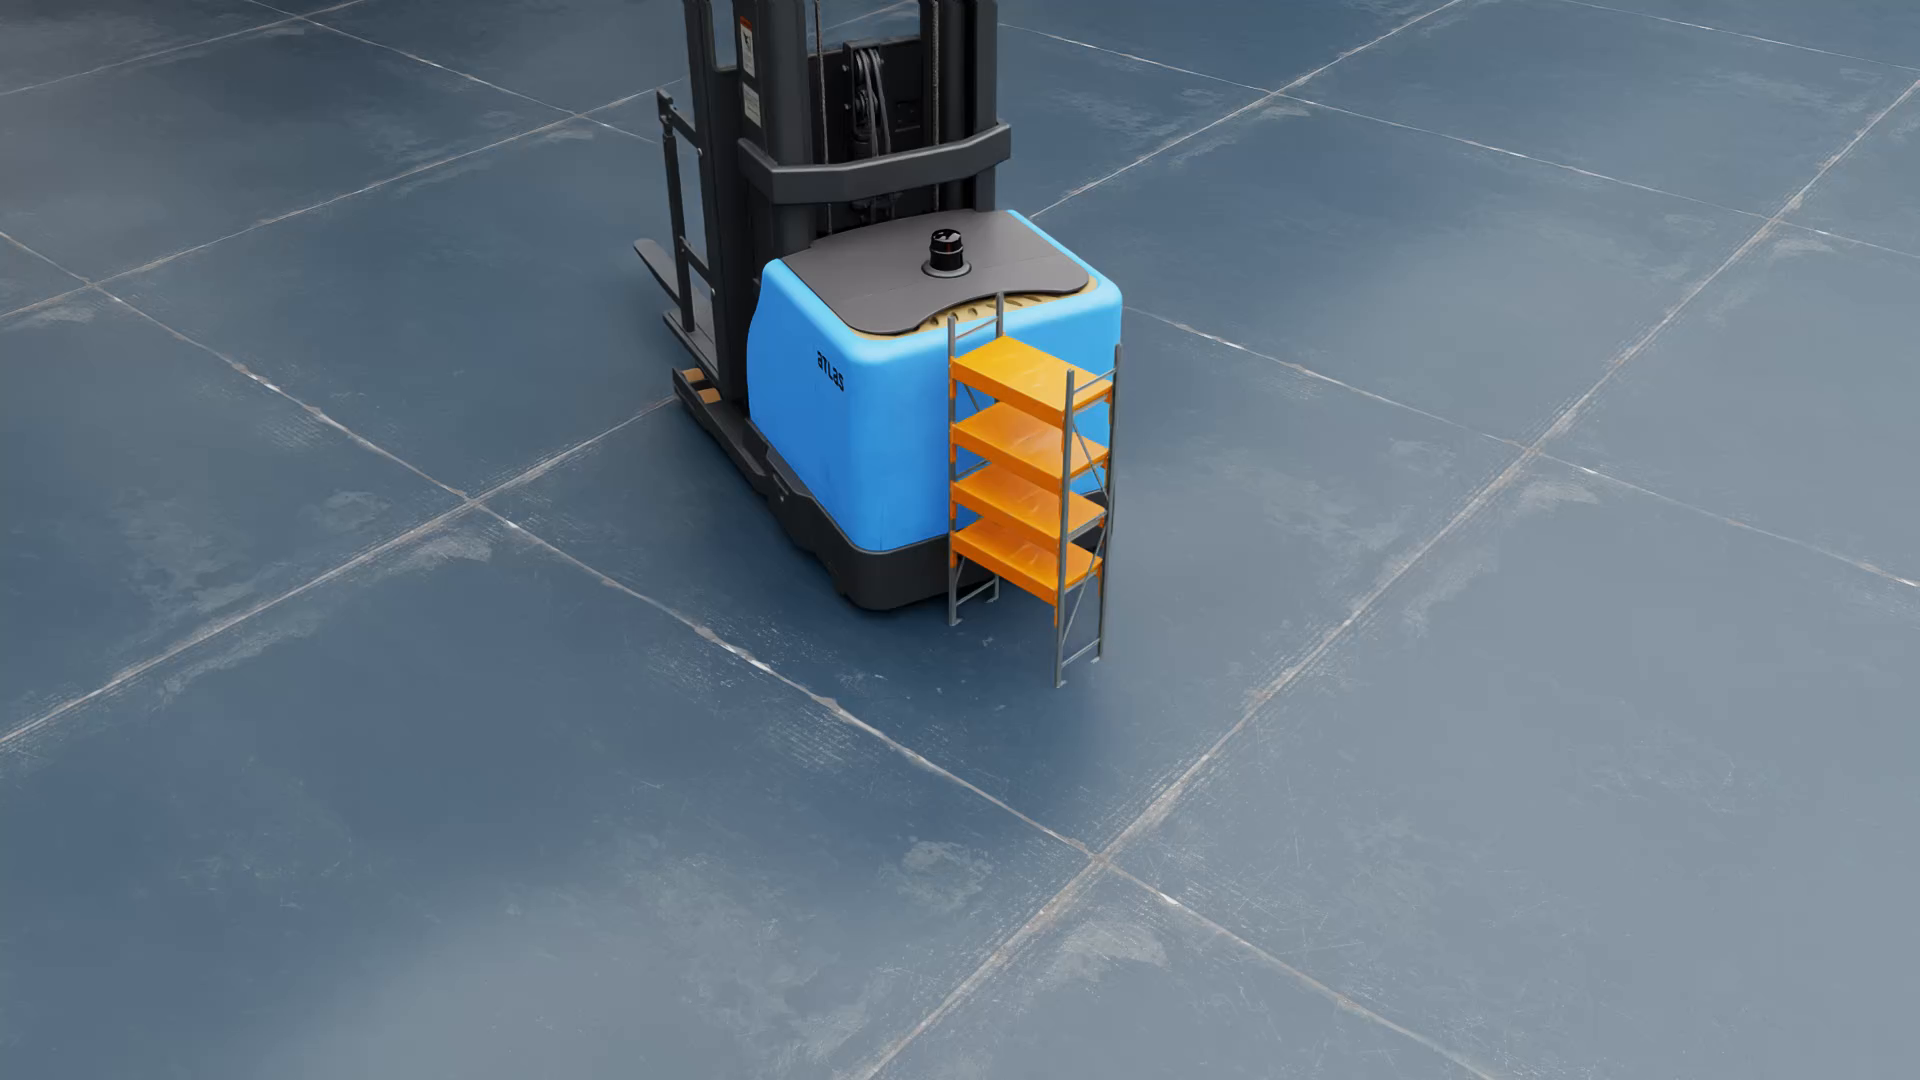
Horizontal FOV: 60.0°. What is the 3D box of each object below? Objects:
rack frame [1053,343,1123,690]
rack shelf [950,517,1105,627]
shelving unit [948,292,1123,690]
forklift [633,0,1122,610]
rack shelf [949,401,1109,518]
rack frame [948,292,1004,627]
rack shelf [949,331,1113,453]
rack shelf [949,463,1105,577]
[{"bbox_3d":[0.400,-0.047,5.259,0.015,1.200,0.240,29,44,35],"label":"rack frame"},{"bbox_3d":[0.225,0.076,5.550,0.480,0.148,0.258,29,44,35],"label":"rack shelf"},{"bbox_3d":[0.225,-0.143,5.399,0.503,1.200,0.258,29,44,35],"label":"shelving unit"},{"bbox_3d":[-0.561,-1.780,6.253,1.130,2.935,3.031,-16,38,-22],"label":"forklift"},{"bbox_3d":[0.225,-0.272,5.310,0.480,0.148,0.258,29,44,35],"label":"rack shelf"},{"bbox_3d":[0.050,-0.240,5.539,0.015,1.200,0.240,29,44,35],"label":"rack frame"},{"bbox_3d":[0.225,-0.467,5.177,0.480,0.148,0.258,29,44,35],"label":"rack shelf"},{"bbox_3d":[0.225,-0.088,5.437,0.480,0.148,0.258,29,44,35],"label":"rack shelf"}]
